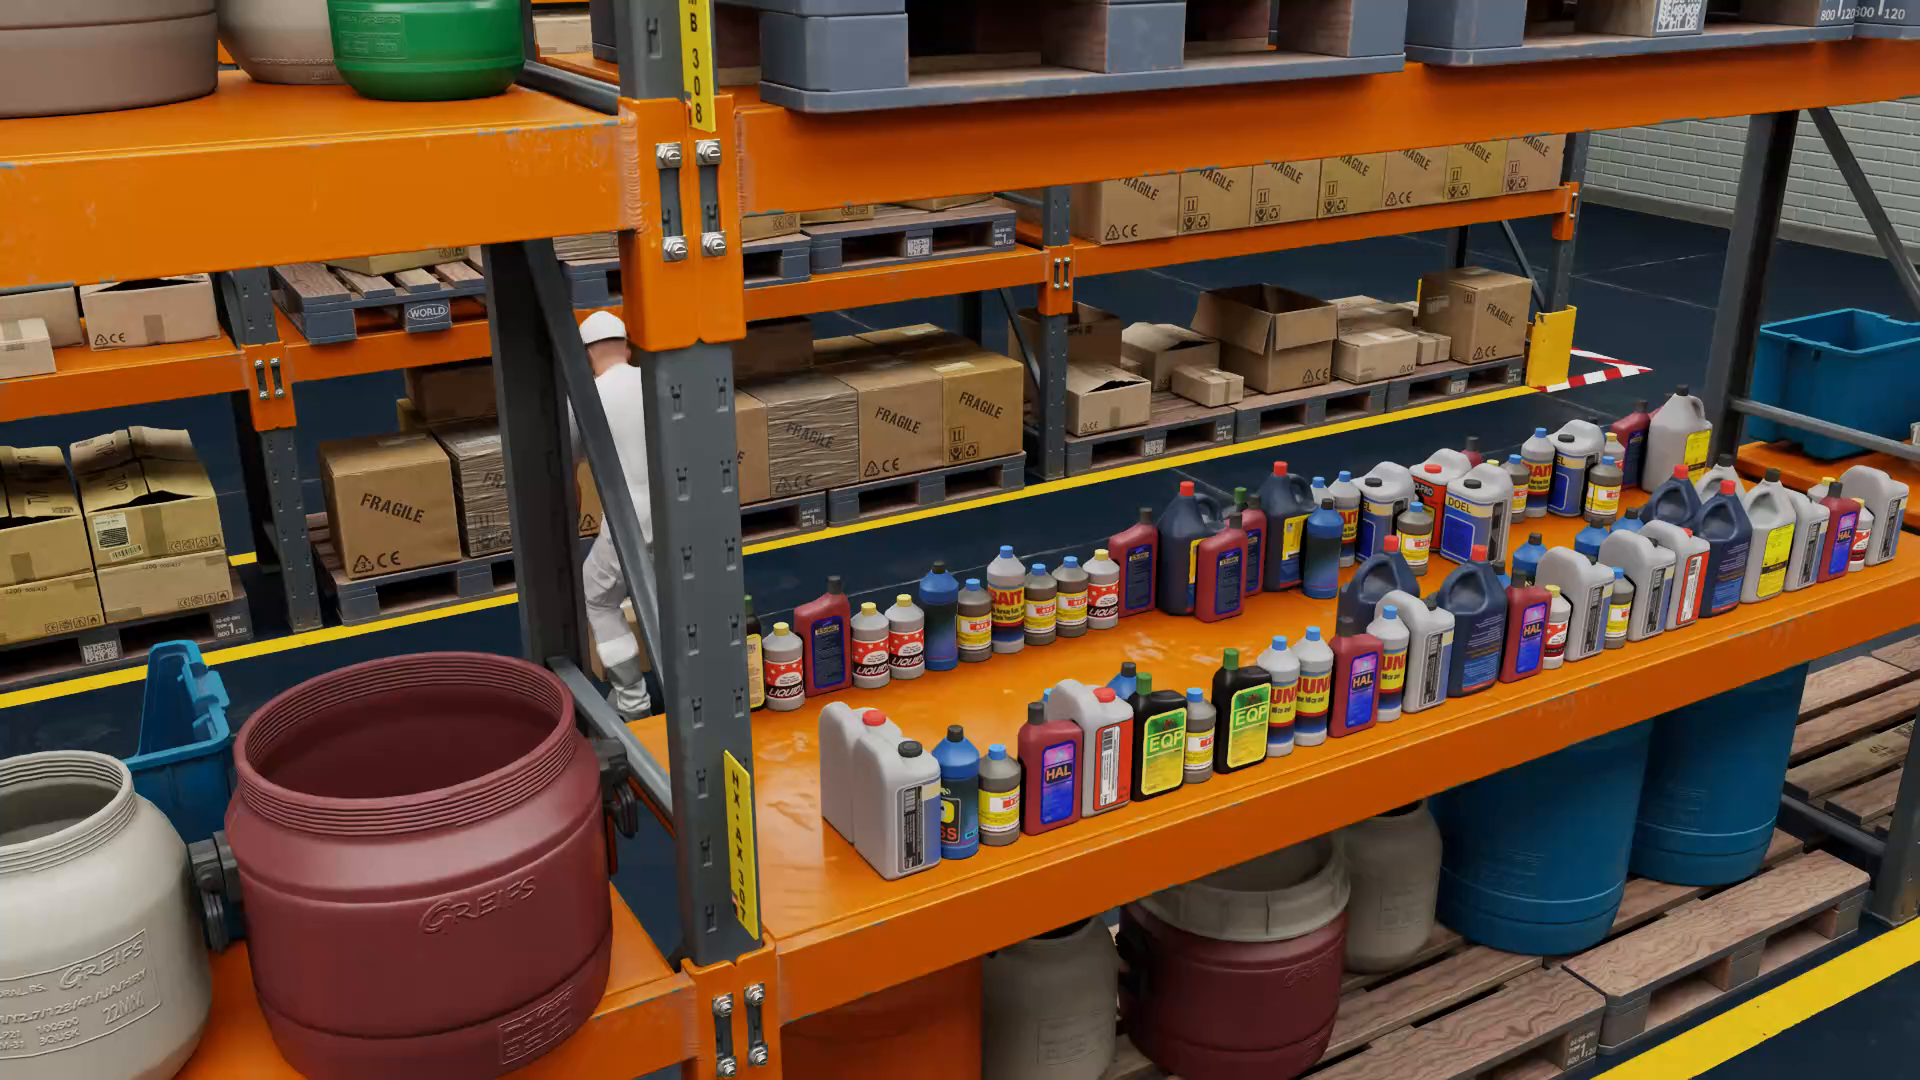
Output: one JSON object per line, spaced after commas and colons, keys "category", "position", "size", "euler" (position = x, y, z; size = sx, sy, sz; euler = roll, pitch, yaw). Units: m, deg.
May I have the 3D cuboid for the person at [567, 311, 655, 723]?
{"category": "person", "position": [-1.277, -0.069, 6.482], "size": [0.572, 1.604, 0.625], "euler": [-12, 24, -28]}
